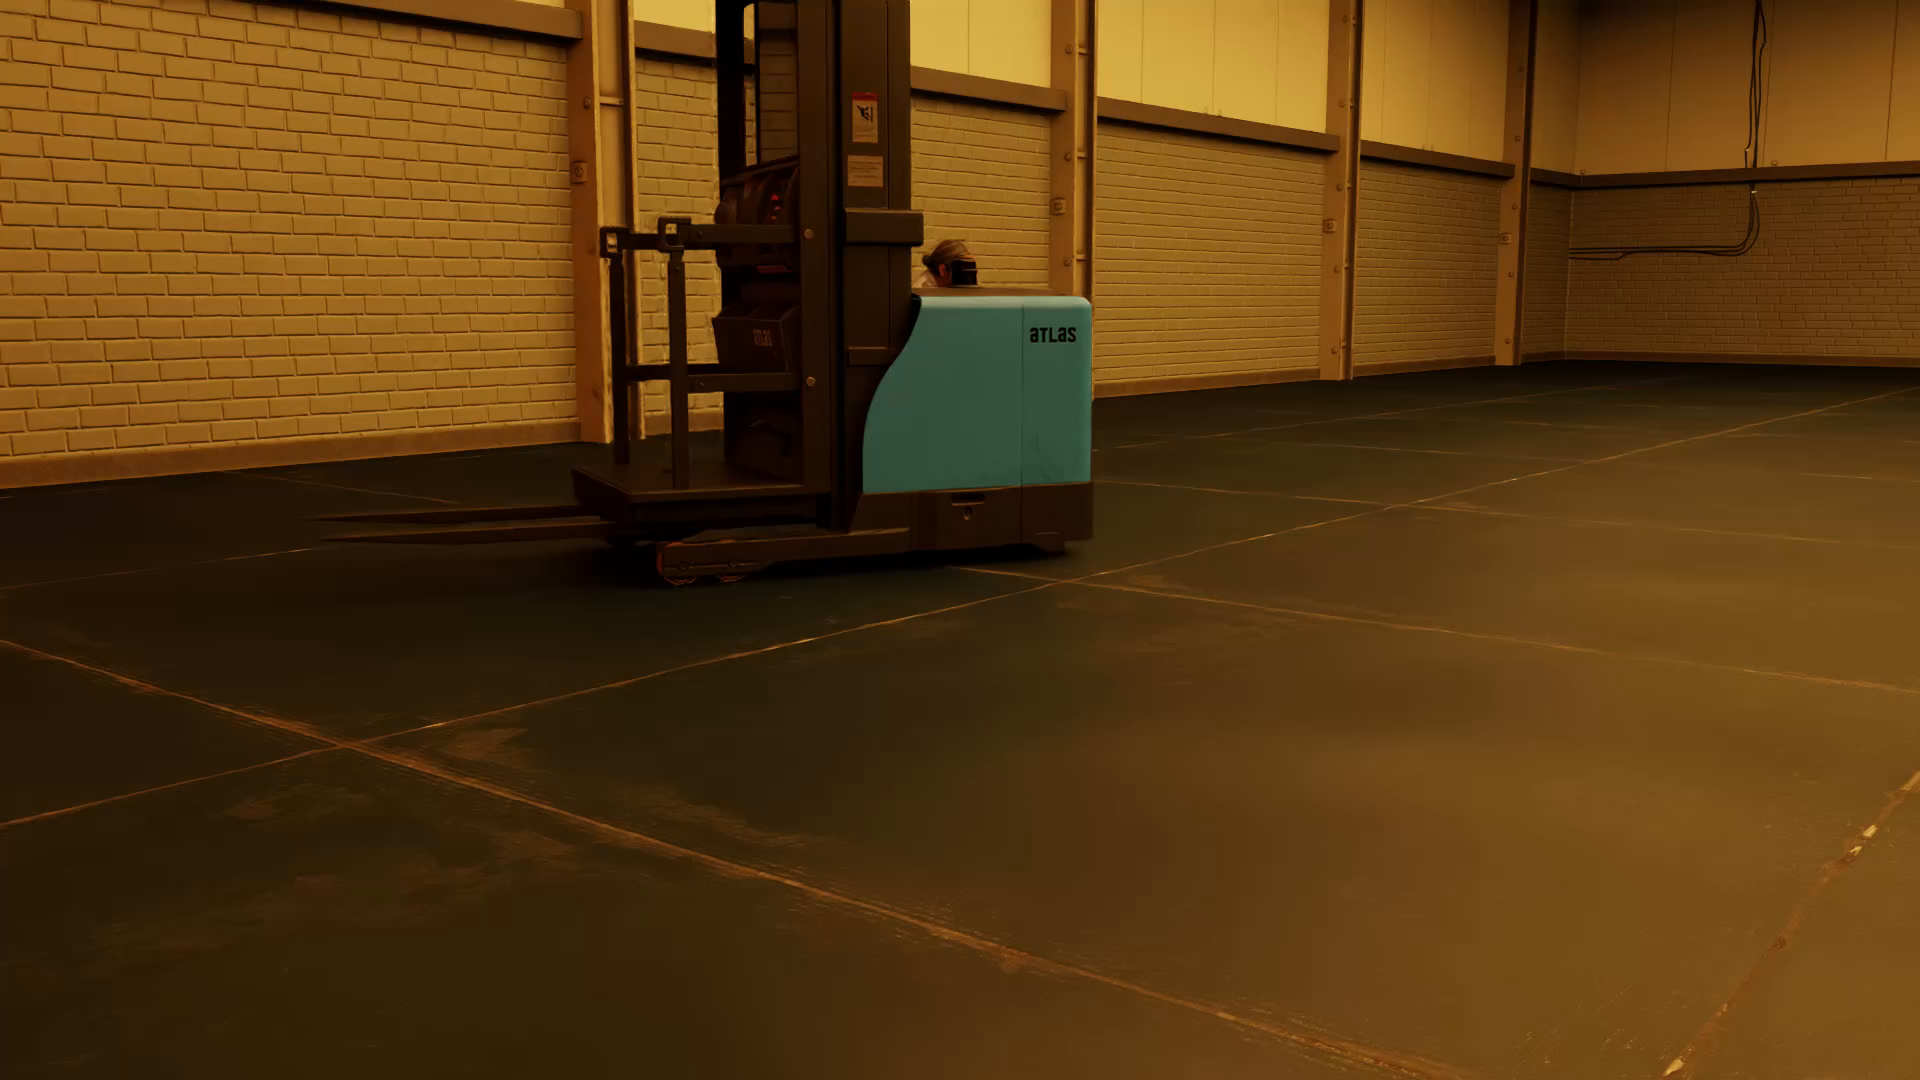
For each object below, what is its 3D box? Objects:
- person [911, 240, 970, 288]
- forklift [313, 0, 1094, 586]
[{"bbox_3d":[0.039,-0.756,8.132,0.892,1.397,1.014,3,9,17],"label":"person"},{"bbox_3d":[-1.002,-1.365,6.610,3.031,2.935,1.130,-4,9,-24],"label":"forklift"}]
